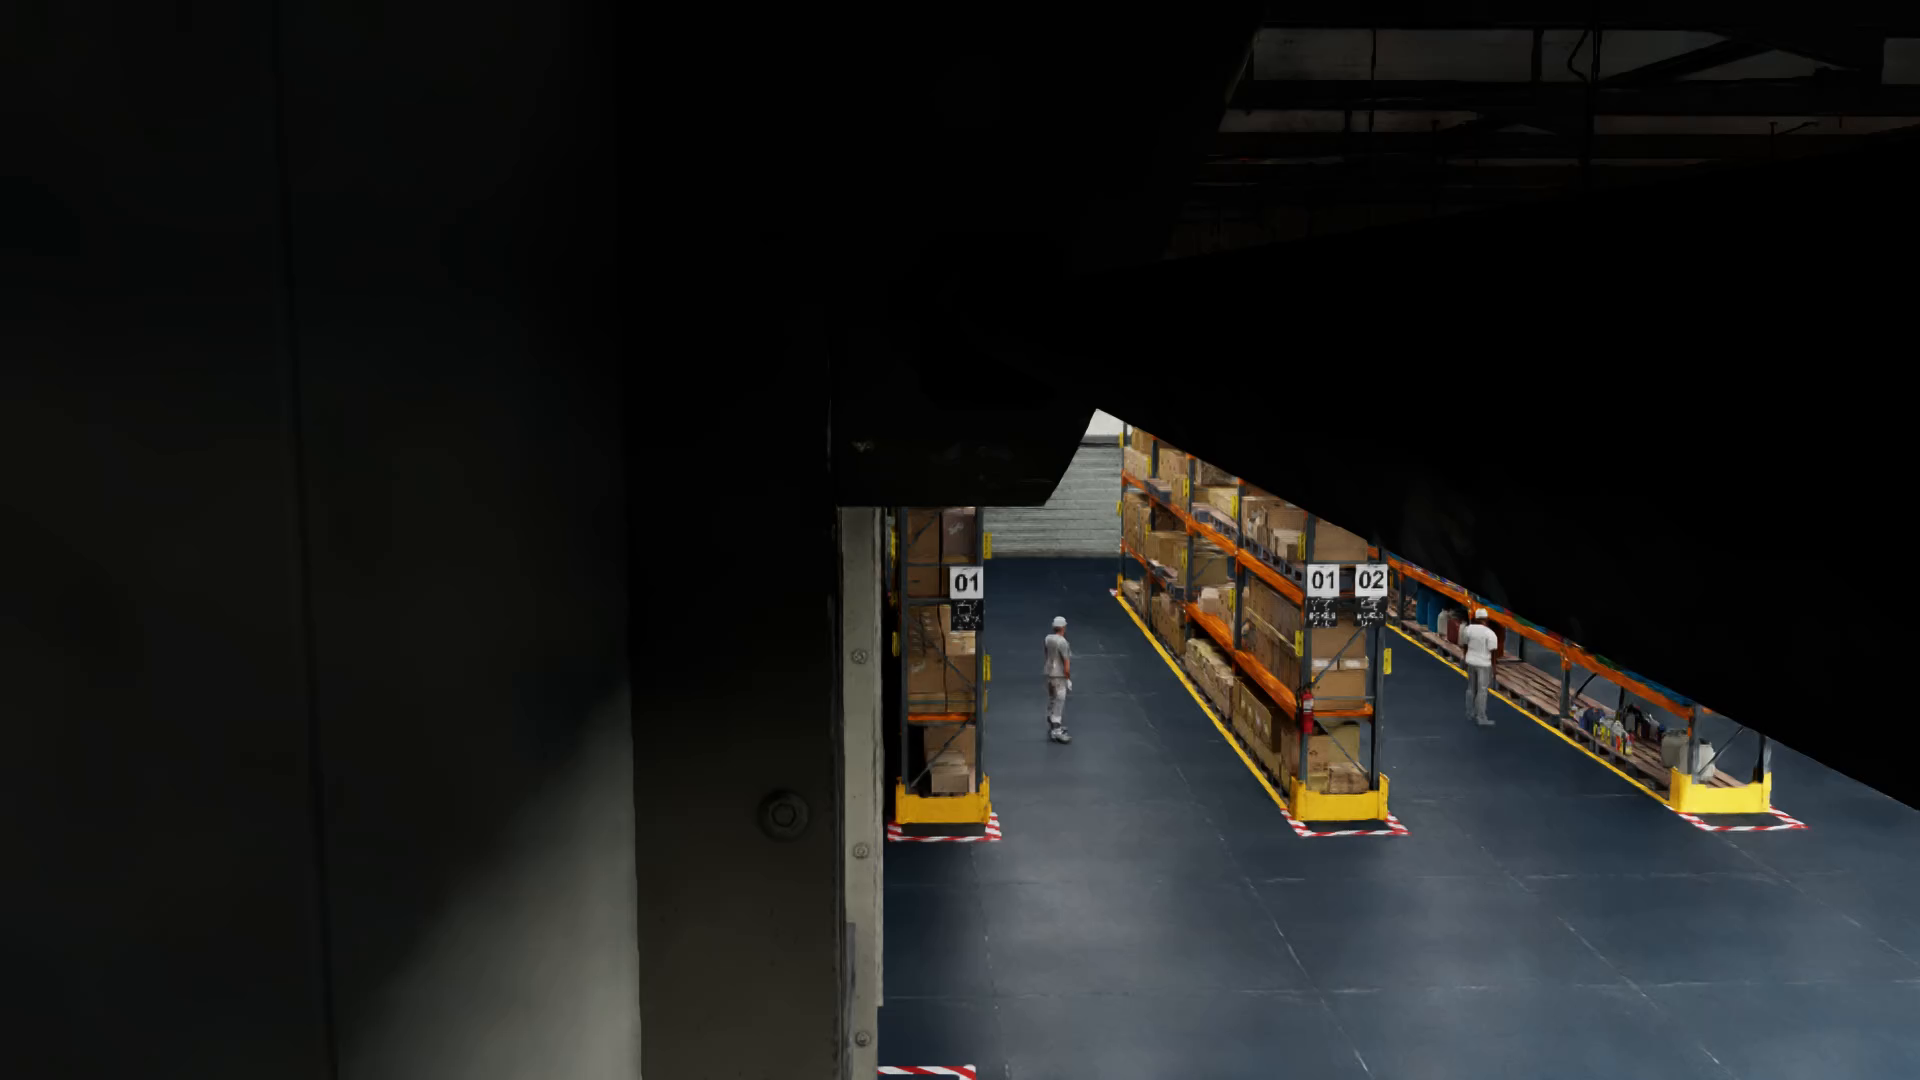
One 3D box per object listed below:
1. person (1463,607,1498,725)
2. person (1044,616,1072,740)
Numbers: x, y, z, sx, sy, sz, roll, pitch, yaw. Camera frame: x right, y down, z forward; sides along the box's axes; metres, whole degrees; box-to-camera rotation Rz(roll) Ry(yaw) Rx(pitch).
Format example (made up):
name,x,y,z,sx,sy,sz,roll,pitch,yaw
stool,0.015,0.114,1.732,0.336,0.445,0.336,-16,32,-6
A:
name,x,y,z,sx,sy,sz,roll,pitch,yaw
person,7.938,1.891,25.309,0.446,1.766,0.628,-5,10,-34
person,1.474,2.001,24.436,0.468,1.794,0.625,-4,9,-28
